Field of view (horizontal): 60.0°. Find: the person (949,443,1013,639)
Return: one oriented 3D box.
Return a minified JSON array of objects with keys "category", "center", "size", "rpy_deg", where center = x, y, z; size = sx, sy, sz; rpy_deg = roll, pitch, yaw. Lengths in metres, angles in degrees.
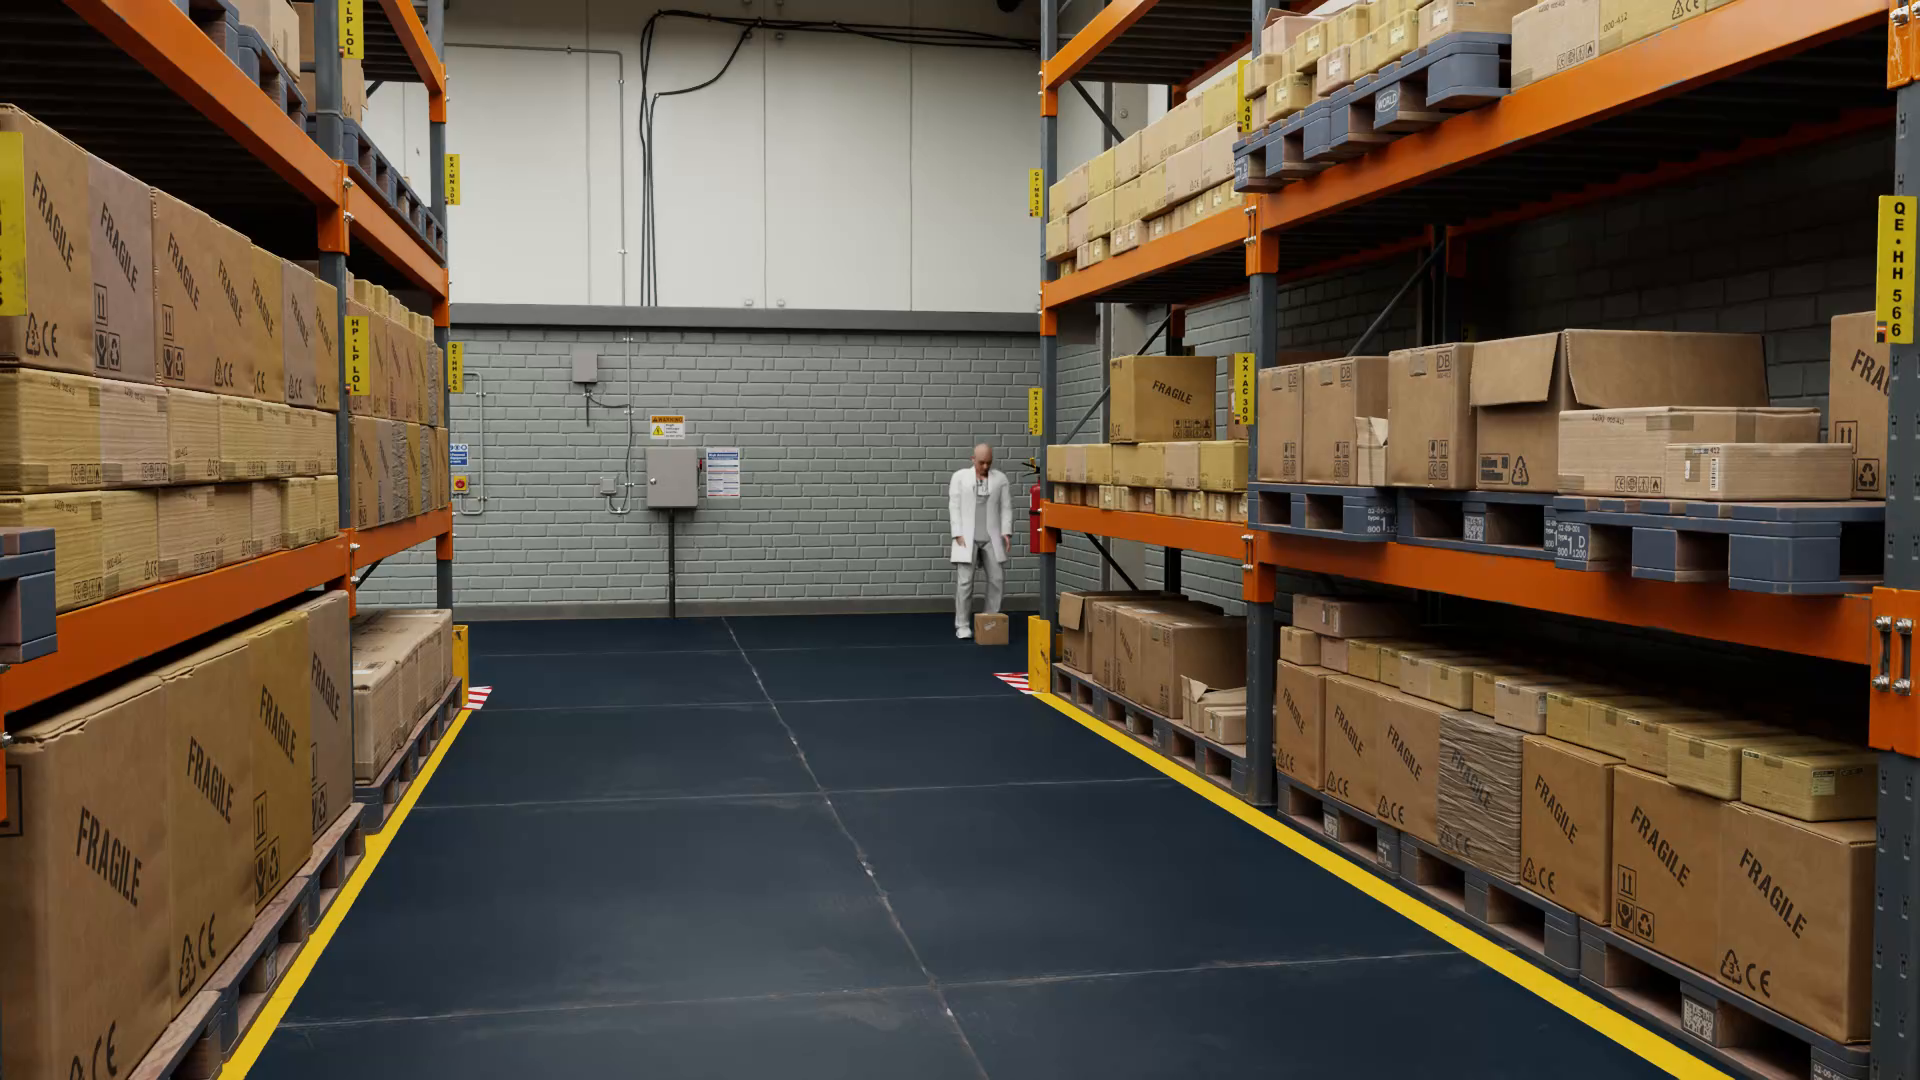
[{"category":"person","center":[0.192,0.011,14.884],"size":[0.583,1.738,0.401],"rpy_deg":[-1,3,-10]}]
